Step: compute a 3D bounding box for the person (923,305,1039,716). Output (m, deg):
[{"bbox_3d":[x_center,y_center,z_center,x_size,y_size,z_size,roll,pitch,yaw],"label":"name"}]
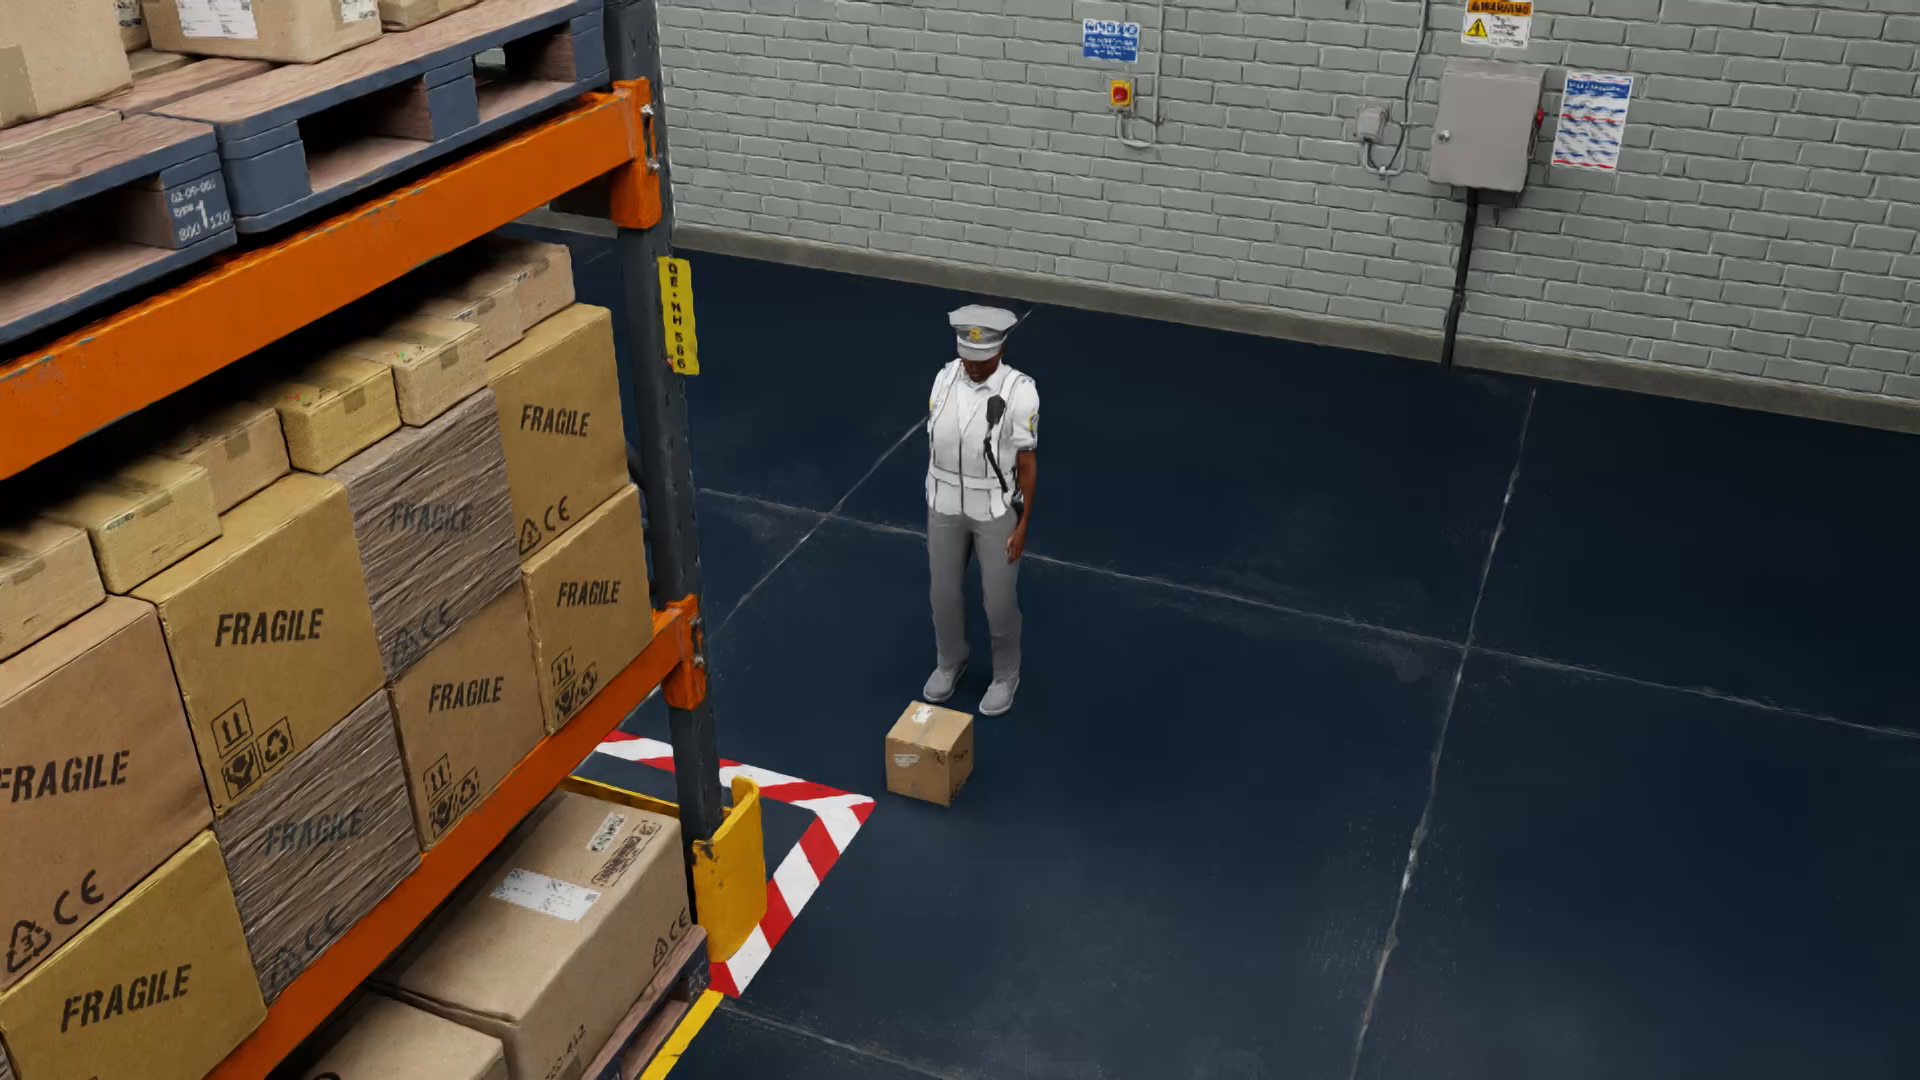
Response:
[{"bbox_3d":[0.076,-0.099,6.313,0.438,1.658,0.340,12,32,20],"label":"person"}]
